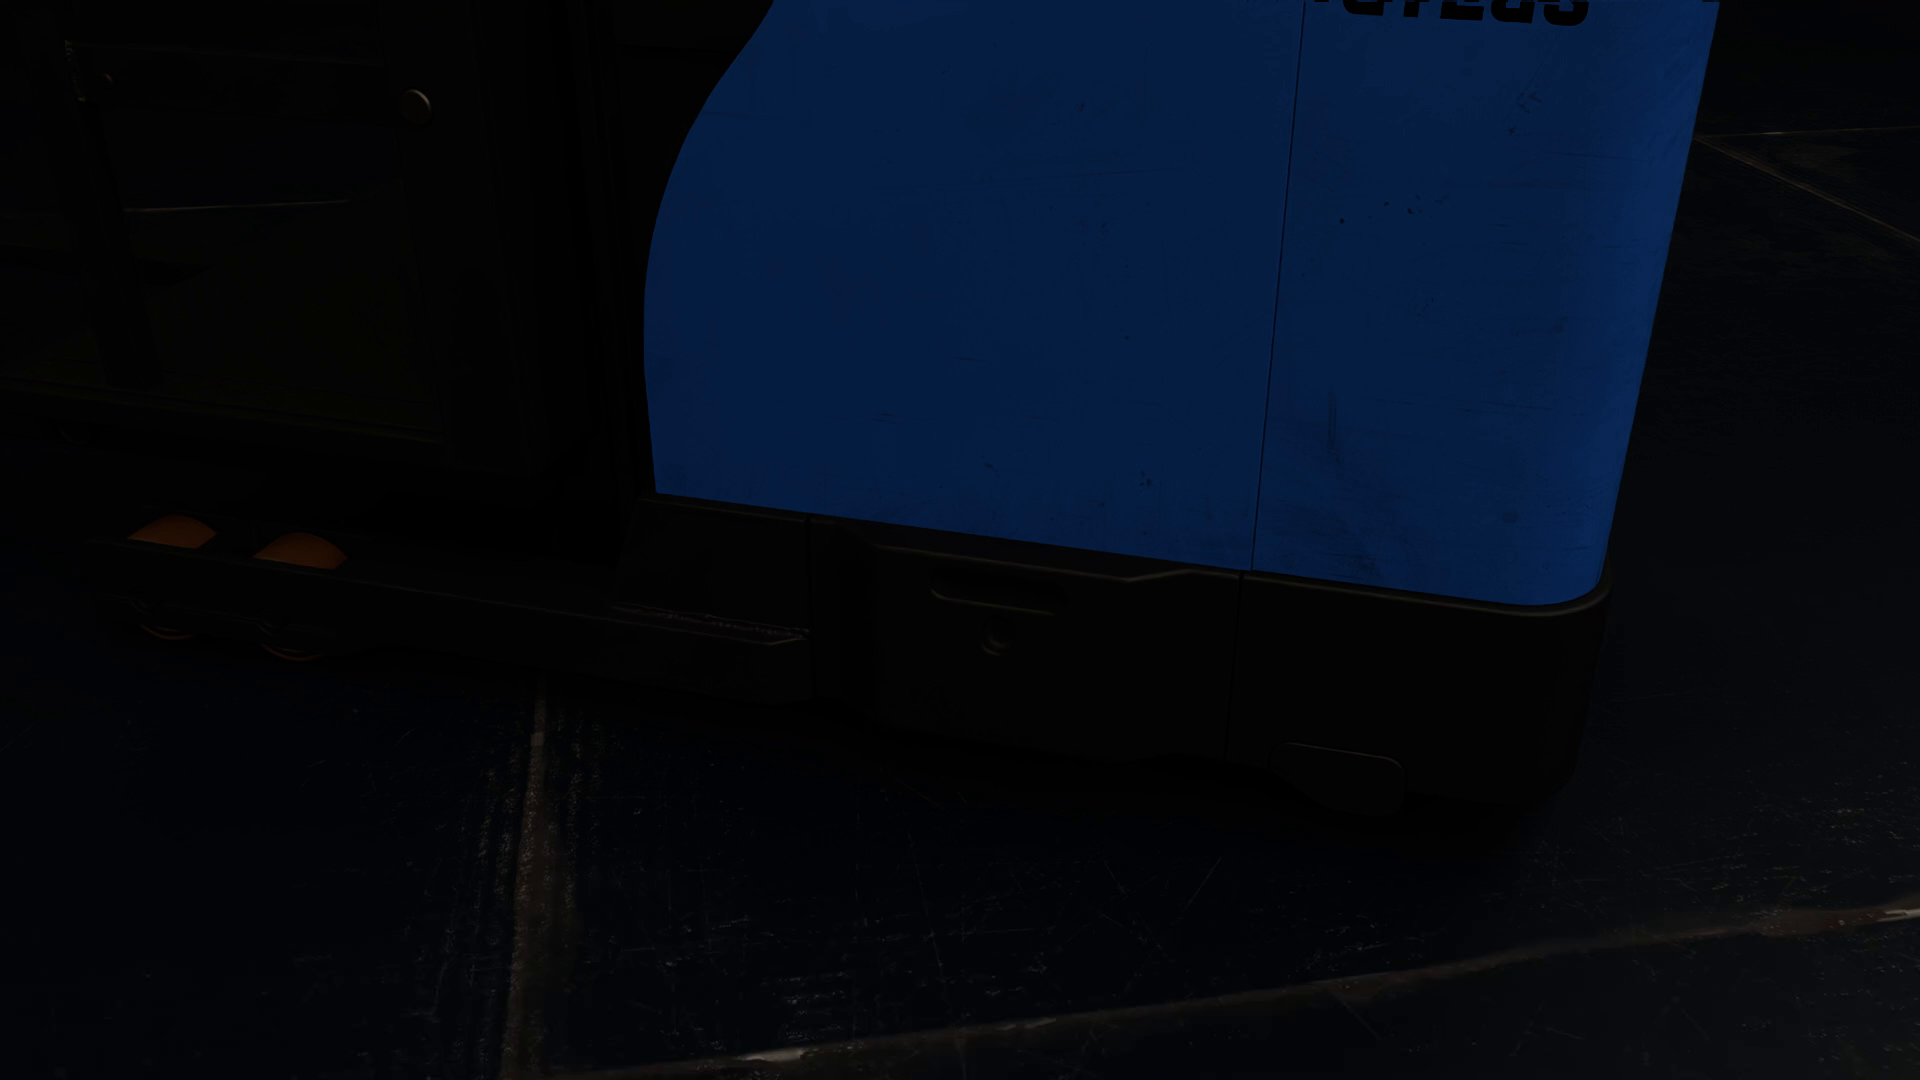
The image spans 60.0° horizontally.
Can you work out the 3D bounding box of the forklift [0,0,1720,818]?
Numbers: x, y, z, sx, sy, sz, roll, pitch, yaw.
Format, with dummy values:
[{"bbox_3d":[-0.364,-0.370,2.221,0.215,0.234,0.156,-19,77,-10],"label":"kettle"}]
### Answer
[{"bbox_3d":[-0.651,-1.362,1.941,3.031,2.935,1.130,8,29,14],"label":"forklift"}]
